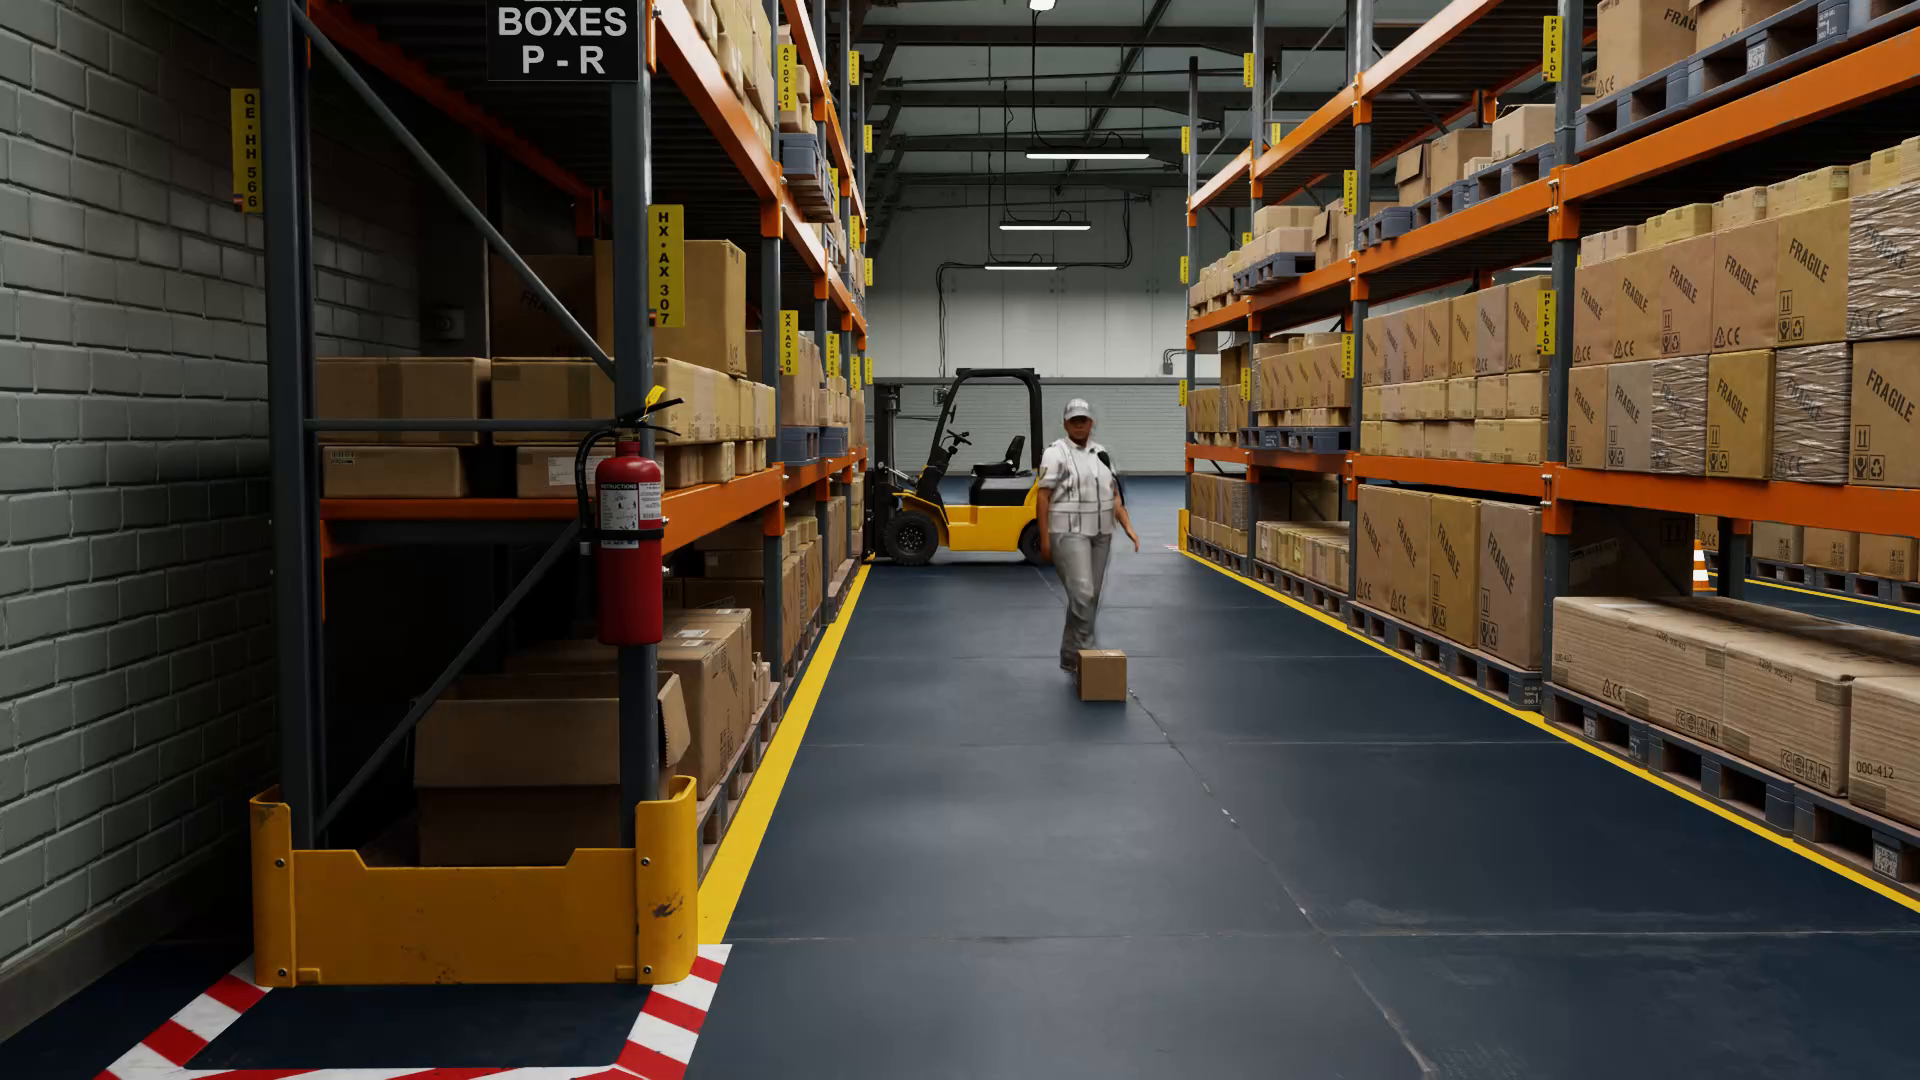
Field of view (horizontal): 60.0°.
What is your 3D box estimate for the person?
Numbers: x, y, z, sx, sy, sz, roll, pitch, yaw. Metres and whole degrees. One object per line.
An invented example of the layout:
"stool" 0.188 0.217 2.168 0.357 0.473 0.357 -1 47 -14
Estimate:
"person" 0.764 0.032 9.848 0.498 1.731 0.587 -3 5 -37
